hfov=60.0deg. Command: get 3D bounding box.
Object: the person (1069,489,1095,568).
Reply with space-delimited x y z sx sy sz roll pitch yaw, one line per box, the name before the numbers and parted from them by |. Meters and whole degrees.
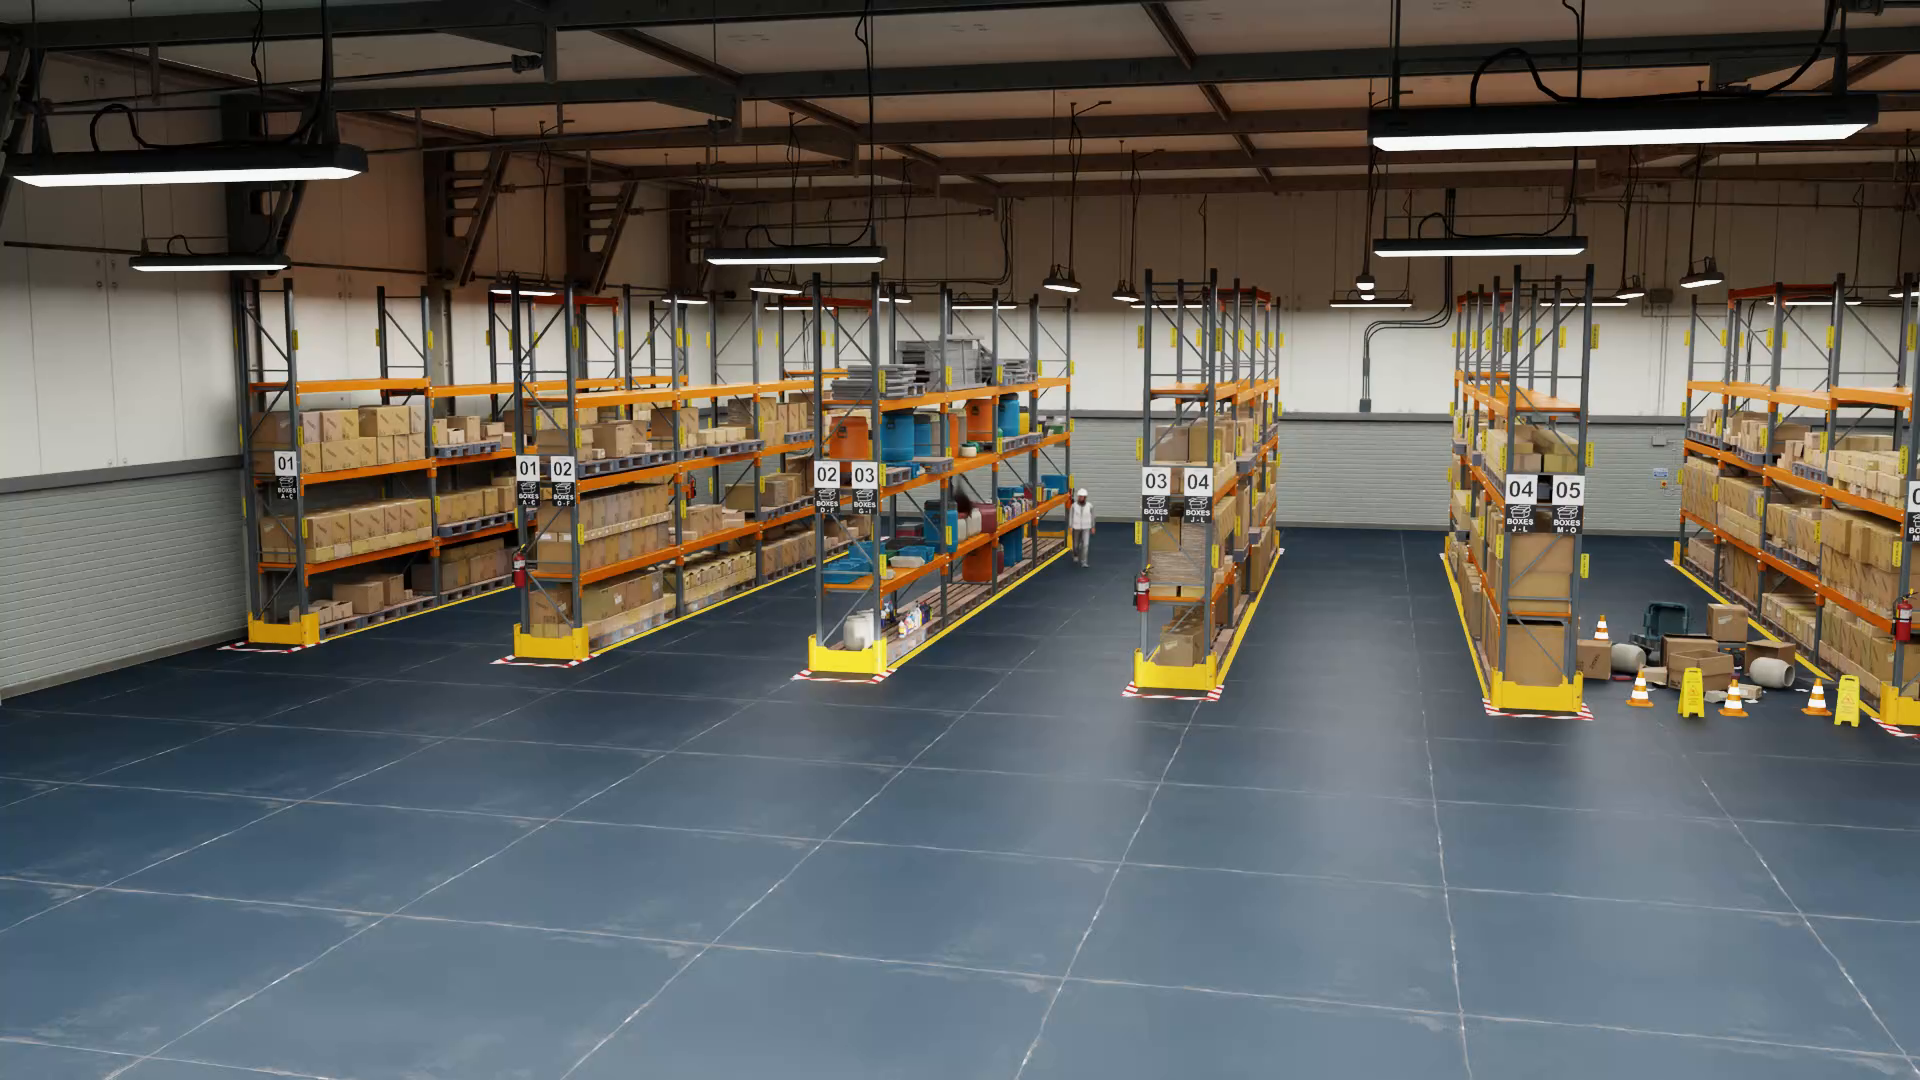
person | 2.714 -0.269 36.869 0.586 1.742 0.951 0 7 3
